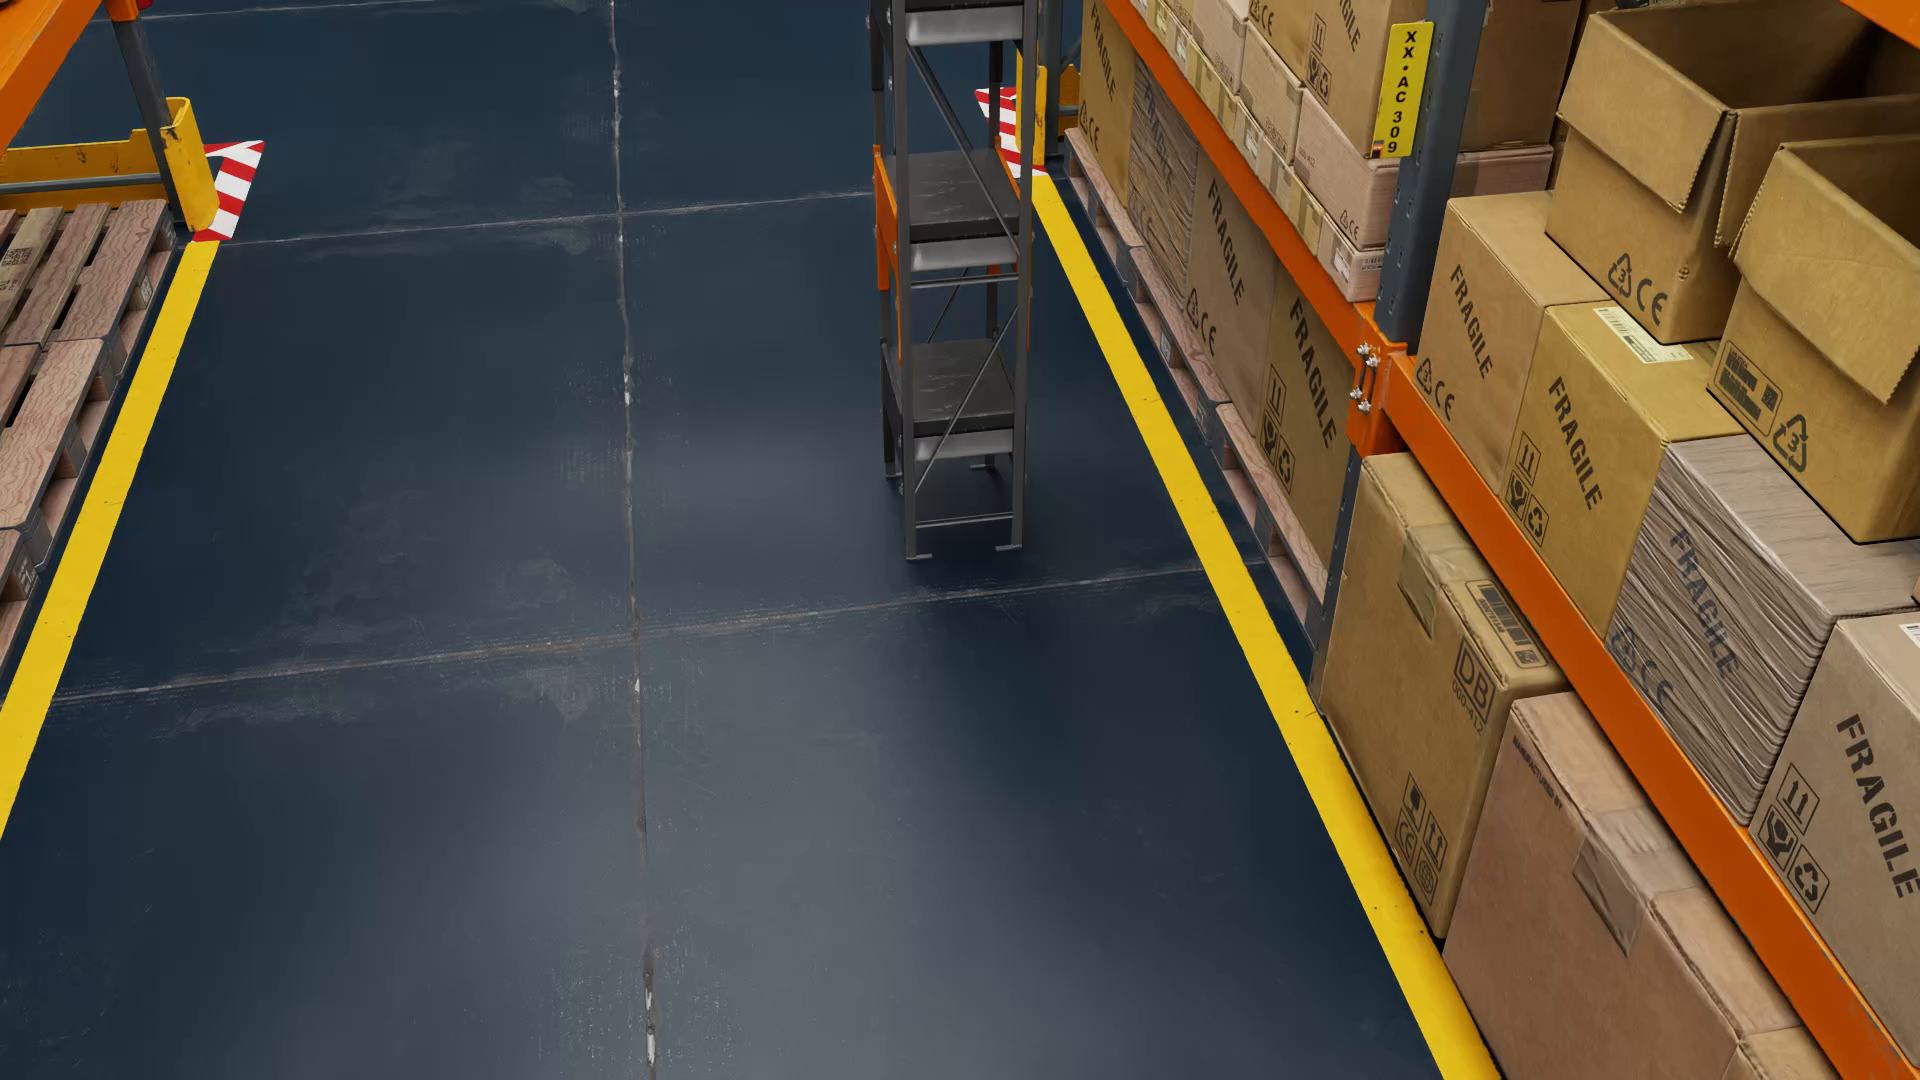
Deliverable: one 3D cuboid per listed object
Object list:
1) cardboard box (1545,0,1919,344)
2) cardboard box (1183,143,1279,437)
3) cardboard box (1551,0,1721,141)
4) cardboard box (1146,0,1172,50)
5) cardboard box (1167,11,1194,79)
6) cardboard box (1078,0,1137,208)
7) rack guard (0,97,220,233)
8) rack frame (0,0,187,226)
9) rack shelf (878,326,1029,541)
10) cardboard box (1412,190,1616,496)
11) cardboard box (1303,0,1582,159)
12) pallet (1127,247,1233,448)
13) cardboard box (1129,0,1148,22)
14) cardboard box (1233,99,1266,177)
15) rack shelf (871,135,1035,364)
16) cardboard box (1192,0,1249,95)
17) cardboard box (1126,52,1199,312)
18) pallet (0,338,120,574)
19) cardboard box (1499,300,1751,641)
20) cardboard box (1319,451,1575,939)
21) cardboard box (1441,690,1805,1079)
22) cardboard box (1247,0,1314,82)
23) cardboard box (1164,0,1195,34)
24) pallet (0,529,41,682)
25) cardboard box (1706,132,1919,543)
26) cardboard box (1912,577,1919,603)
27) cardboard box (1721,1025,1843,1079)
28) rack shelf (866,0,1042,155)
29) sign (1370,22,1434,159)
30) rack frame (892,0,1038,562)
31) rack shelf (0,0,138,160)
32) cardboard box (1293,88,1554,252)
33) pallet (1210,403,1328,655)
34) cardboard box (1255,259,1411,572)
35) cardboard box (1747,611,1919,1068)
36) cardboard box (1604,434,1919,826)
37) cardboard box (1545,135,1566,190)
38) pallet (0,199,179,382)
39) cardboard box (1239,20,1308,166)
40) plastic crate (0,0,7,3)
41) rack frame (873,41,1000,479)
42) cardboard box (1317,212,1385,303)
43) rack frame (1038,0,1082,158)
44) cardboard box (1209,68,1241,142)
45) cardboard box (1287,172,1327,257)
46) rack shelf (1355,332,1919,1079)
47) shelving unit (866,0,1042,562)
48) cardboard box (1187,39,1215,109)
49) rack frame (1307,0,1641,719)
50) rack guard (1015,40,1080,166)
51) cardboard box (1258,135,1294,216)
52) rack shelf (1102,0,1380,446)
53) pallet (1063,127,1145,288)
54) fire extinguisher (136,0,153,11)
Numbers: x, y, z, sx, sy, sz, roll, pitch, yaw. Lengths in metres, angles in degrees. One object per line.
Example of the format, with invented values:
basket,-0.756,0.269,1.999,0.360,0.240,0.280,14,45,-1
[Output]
cardboard box,1.697,-0.784,3.415,0.797,0.503,0.637,-7,38,-9
cardboard box,1.382,-1.011,5.996,0.875,0.875,0.875,-6,38,-8
cardboard box,1.744,-1.405,4.382,0.500,0.500,0.500,-6,38,-8
cardboard box,0.884,-1.872,5.919,0.380,0.149,0.250,-7,38,-9
cardboard box,0.931,-1.713,5.715,0.380,0.149,0.250,-6,38,-7
cardboard box,1.066,-2.098,7.396,0.875,0.875,0.875,-6,38,-8
rack guard,-4.018,-1.643,7.457,1.175,0.500,0.348,-6,38,-8
rack frame,-4.001,-2.617,6.673,1.000,3.000,0.127,-6,38,-8
rack shelf,-0.029,-0.366,5.672,0.431,0.518,0.480,-6,38,-8
cardboard box,1.411,-0.468,3.826,0.500,0.500,0.500,-6,38,-8
cardboard box,1.233,-1.337,4.294,0.500,0.500,0.500,-5,38,-7
pallet,1.303,-0.839,6.657,1.003,0.211,1.213,-6,38,-8
cardboard box,0.840,-2.024,6.115,0.380,0.149,0.250,-7,38,-8
cardboard box,1.065,-1.249,5.118,0.380,0.149,0.250,-6,38,-7
rack shelf,-0.029,-0.918,5.243,0.431,0.518,0.480,-6,38,-8
cardboard box,1.058,-1.651,5.310,0.500,0.250,0.500,-5,38,-7
cardboard box,1.226,-1.549,6.688,0.875,0.875,0.875,-6,38,-8
pallet,-3.684,-0.278,5.936,1.003,0.211,1.213,-6,38,-8
cardboard box,1.500,-0.165,3.436,0.500,0.500,0.500,-6,38,-8
cardboard box,1.708,0.324,4.277,1.225,0.875,0.875,-6,38,-8
cardboard box,1.866,0.864,3.583,1.225,0.875,0.875,-7,38,-10
cardboard box,1.149,-1.640,4.684,0.500,0.500,0.500,-6,38,-7
cardboard box,0.972,-1.957,5.704,0.500,0.250,0.500,-7,38,-9
pallet,-3.467,0.460,4.985,1.003,0.211,1.213,-6,38,-8
cardboard box,1.805,-0.369,2.880,0.797,0.503,0.637,-6,38,-7
cardboard box,1.930,0.005,2.399,0.797,0.503,0.637,-5,38,-6
cardboard box,2.029,1.397,2.896,1.225,0.875,0.875,-6,38,-8
rack shelf,-0.029,-1.471,4.813,0.431,0.518,0.480,-6,38,-8
sign,1.030,-1.046,3.881,0.100,0.325,0.005,-6,38,-8
rack frame,0.014,-0.782,5.045,0.400,2.100,0.015,-6,38,-8
rack shelf,-3.650,-1.125,5.339,1.077,0.370,4.000,-6,38,-8
cardboard box,1.241,-1.030,4.511,0.500,0.250,0.500,-7,38,-9
pallet,1.520,-0.100,5.707,1.003,0.211,1.213,-6,38,-8
cardboard box,1.540,-0.468,5.296,0.875,0.875,0.875,-6,38,-8
cardboard box,1.683,0.449,2.646,0.500,0.500,0.500,-6,38,-7
cardboard box,1.587,0.138,3.046,0.500,0.500,0.500,-7,38,-9
cardboard box,1.752,-1.104,4.606,0.500,0.250,0.500,-7,38,-9
pallet,-3.895,-1.013,6.882,1.003,0.211,1.213,-6,38,-8
cardboard box,1.148,-1.343,4.913,0.500,0.250,0.500,-5,38,-7
plastic crate,-3.680,-2.063,6.127,0.396,0.136,0.243,-6,38,-8
rack frame,-0.072,-1.077,5.424,0.400,2.100,0.015,-6,38,-8
cardboard box,1.201,-0.783,4.518,0.380,0.149,0.250,-6,38,-8
rack frame,0.875,-3.150,7.359,1.000,3.000,0.127,-6,38,-8
cardboard box,1.020,-1.405,5.318,0.380,0.149,0.250,-6,38,-7
cardboard box,1.155,-0.939,4.719,0.380,0.149,0.250,-6,38,-7
rack shelf,1.927,0.759,2.915,1.077,0.370,4.000,-6,38,-8
shelving unit,-0.029,-0.929,5.235,0.431,2.100,0.503,-6,38,-8
cardboard box,0.975,-1.559,5.517,0.380,0.149,0.250,-7,38,-9
rack frame,1.576,-0.734,4.249,1.000,3.000,0.127,-6,38,-8
rack guard,0.871,-2.177,8.145,1.175,0.500,0.348,-6,38,-8
cardboard box,1.110,-1.094,4.918,0.380,0.149,0.250,-7,38,-9
rack shelf,1.226,-1.657,6.025,1.077,0.370,4.000,-6,38,-8
pallet,1.092,-1.574,7.604,1.003,0.211,1.213,-6,38,-8
fire extinguisher,-3.580,-2.579,6.992,0.296,0.674,0.183,-6,38,-8
